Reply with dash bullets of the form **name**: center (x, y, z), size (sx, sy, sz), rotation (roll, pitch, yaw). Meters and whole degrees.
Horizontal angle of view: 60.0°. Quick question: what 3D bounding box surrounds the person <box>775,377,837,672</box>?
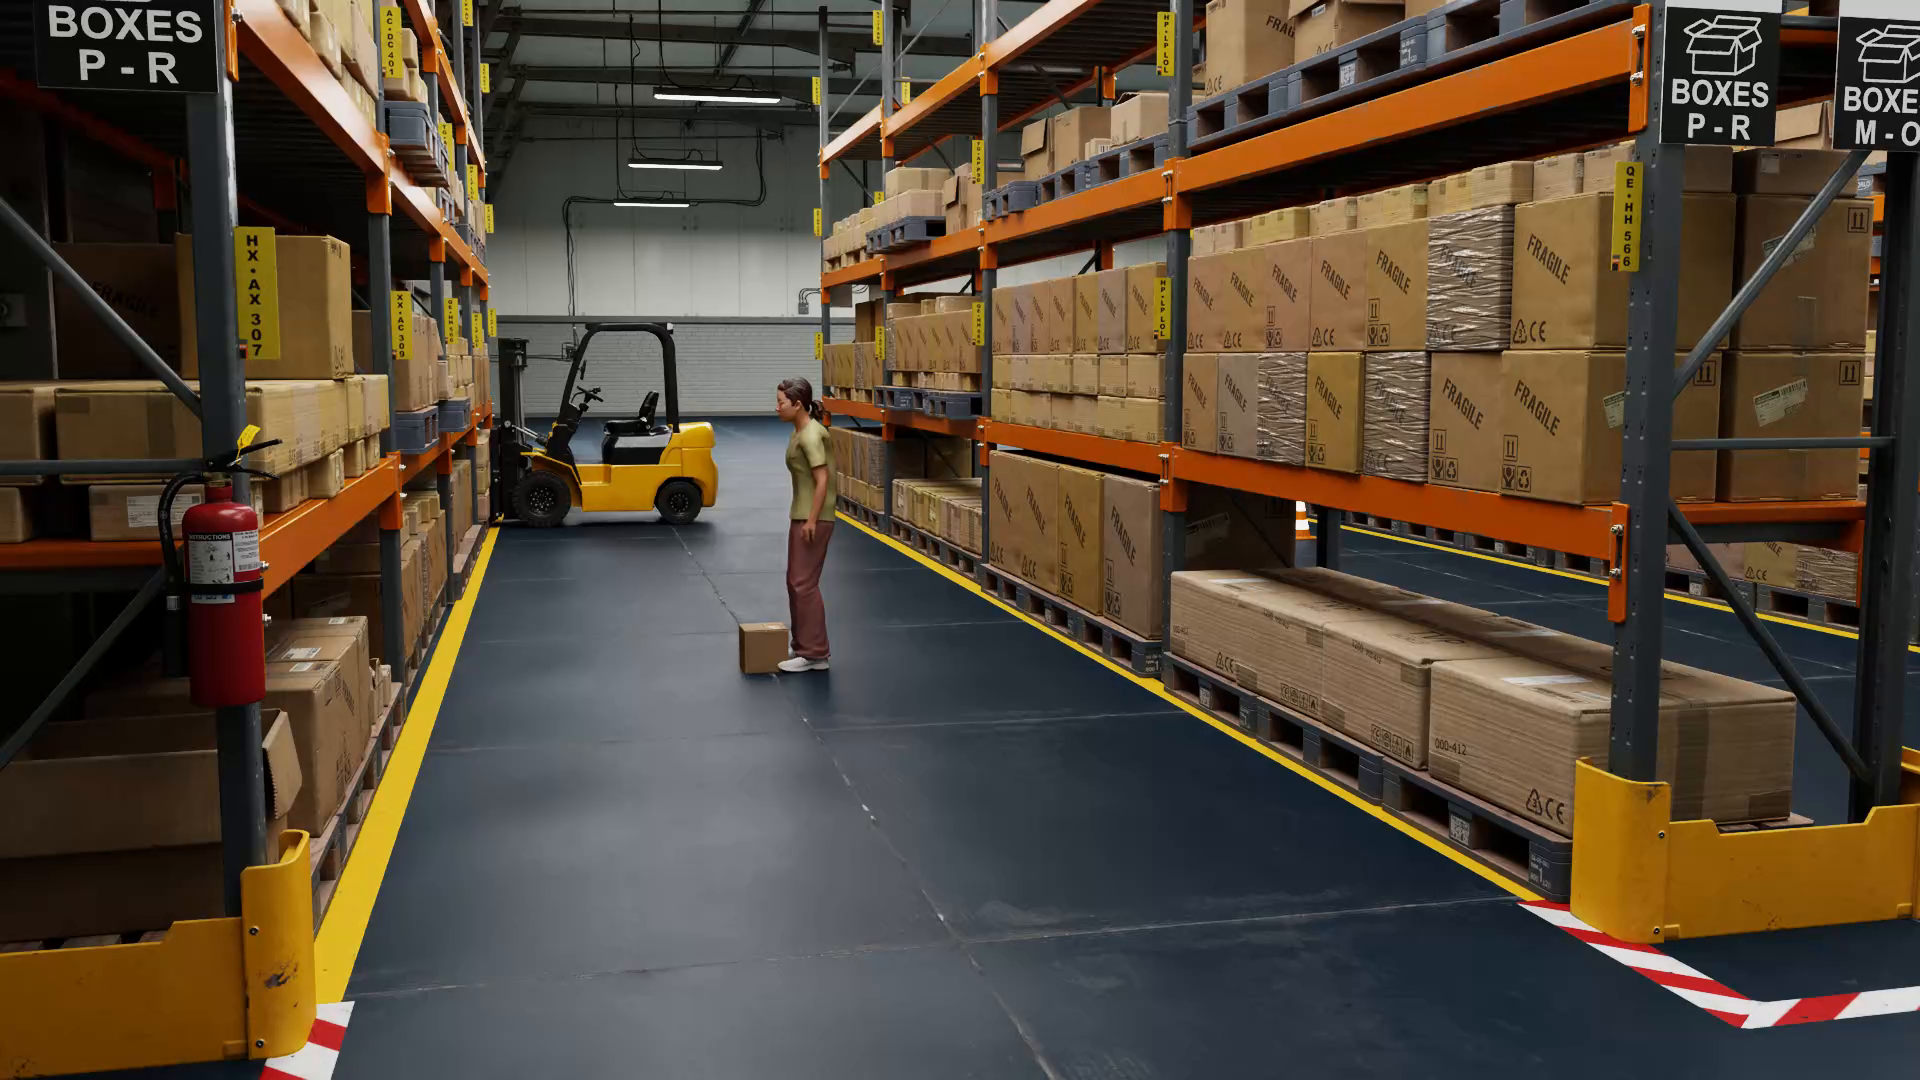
- **person**: center (-0.891, -0.096, 9.533), size (0.365, 1.672, 0.498), rotation (-1, 6, -14)
